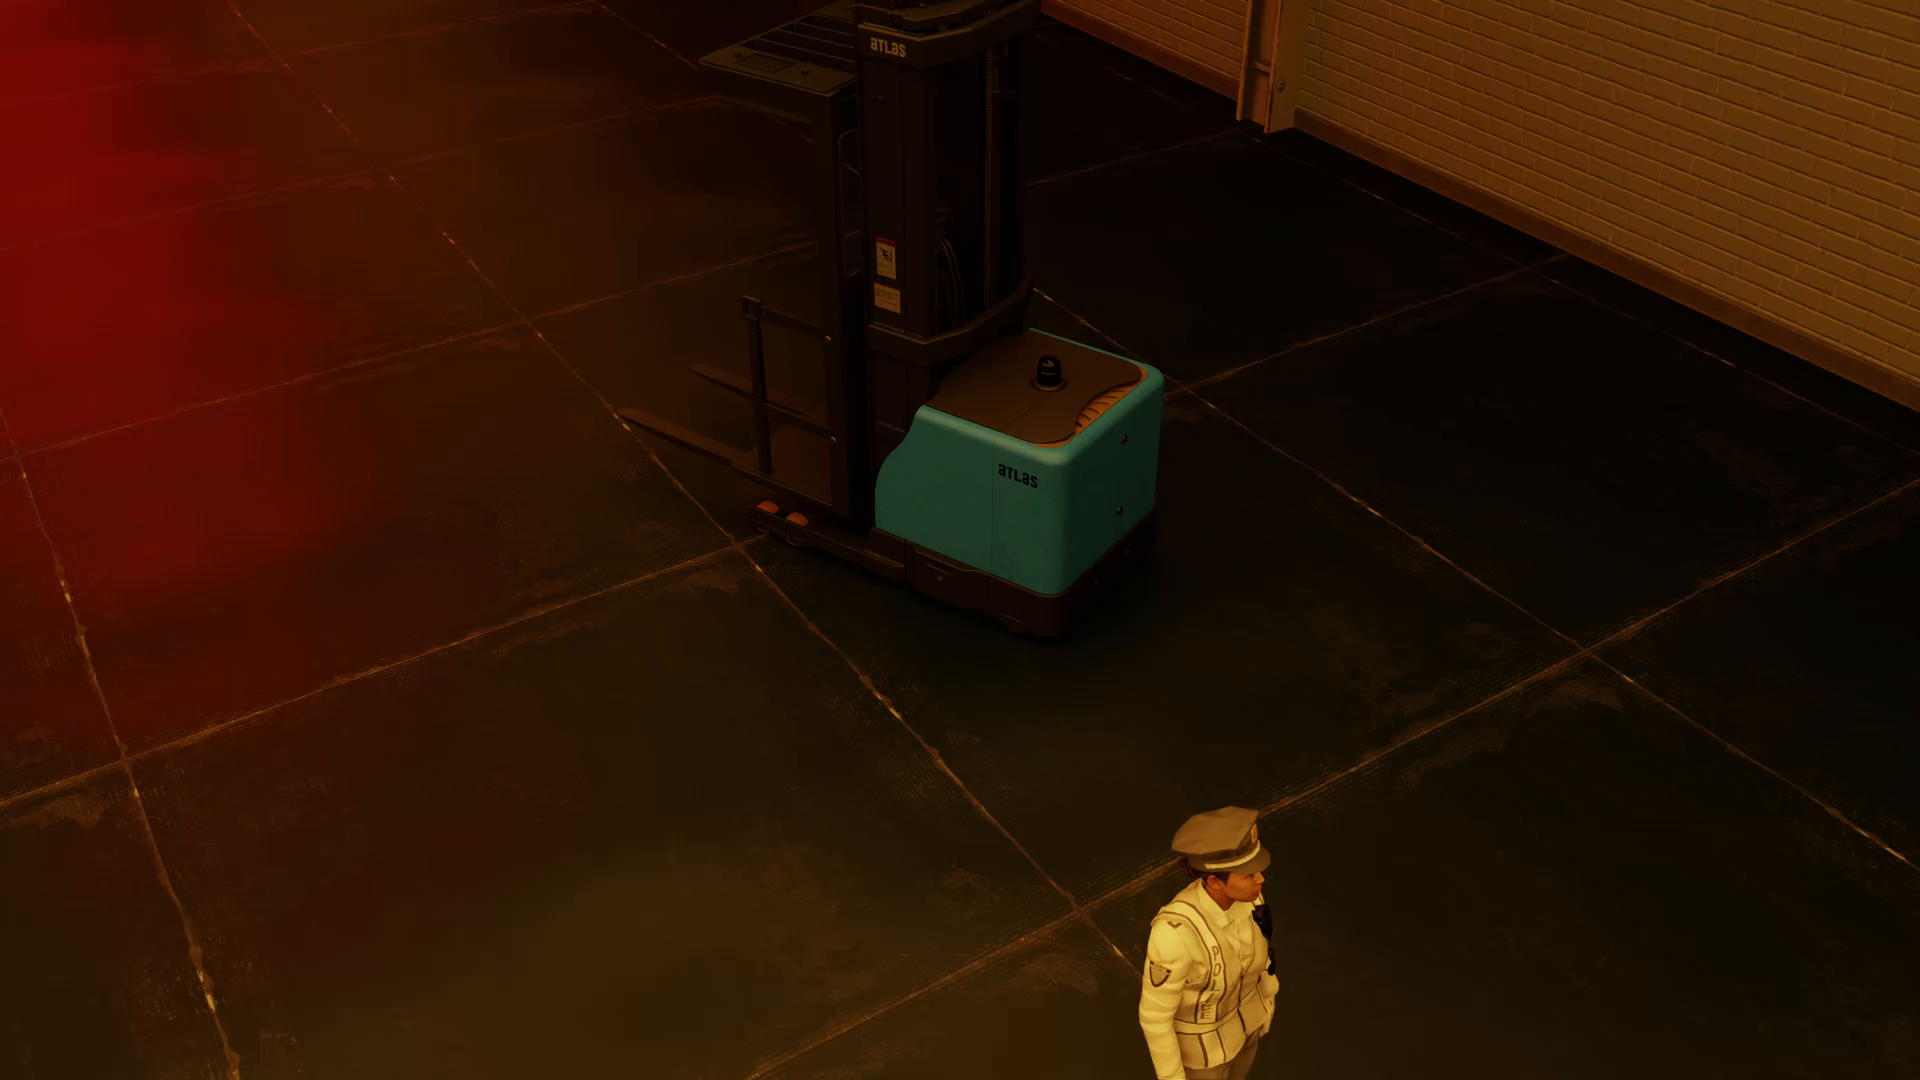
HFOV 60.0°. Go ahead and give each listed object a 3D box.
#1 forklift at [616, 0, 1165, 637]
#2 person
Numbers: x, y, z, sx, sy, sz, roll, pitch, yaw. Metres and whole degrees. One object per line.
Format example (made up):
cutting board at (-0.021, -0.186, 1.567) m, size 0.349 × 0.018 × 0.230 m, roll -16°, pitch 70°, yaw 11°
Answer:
forklift at (-0.500, -1.399, 8.138) m, size 3.031 × 2.935 × 1.130 m, roll 22°, pitch 41°, yaw 28°
person at (0.811, 1.531, 5.032) m, size 0.530 × 1.694 × 0.588 m, roll 27°, pitch 43°, yaw 33°
